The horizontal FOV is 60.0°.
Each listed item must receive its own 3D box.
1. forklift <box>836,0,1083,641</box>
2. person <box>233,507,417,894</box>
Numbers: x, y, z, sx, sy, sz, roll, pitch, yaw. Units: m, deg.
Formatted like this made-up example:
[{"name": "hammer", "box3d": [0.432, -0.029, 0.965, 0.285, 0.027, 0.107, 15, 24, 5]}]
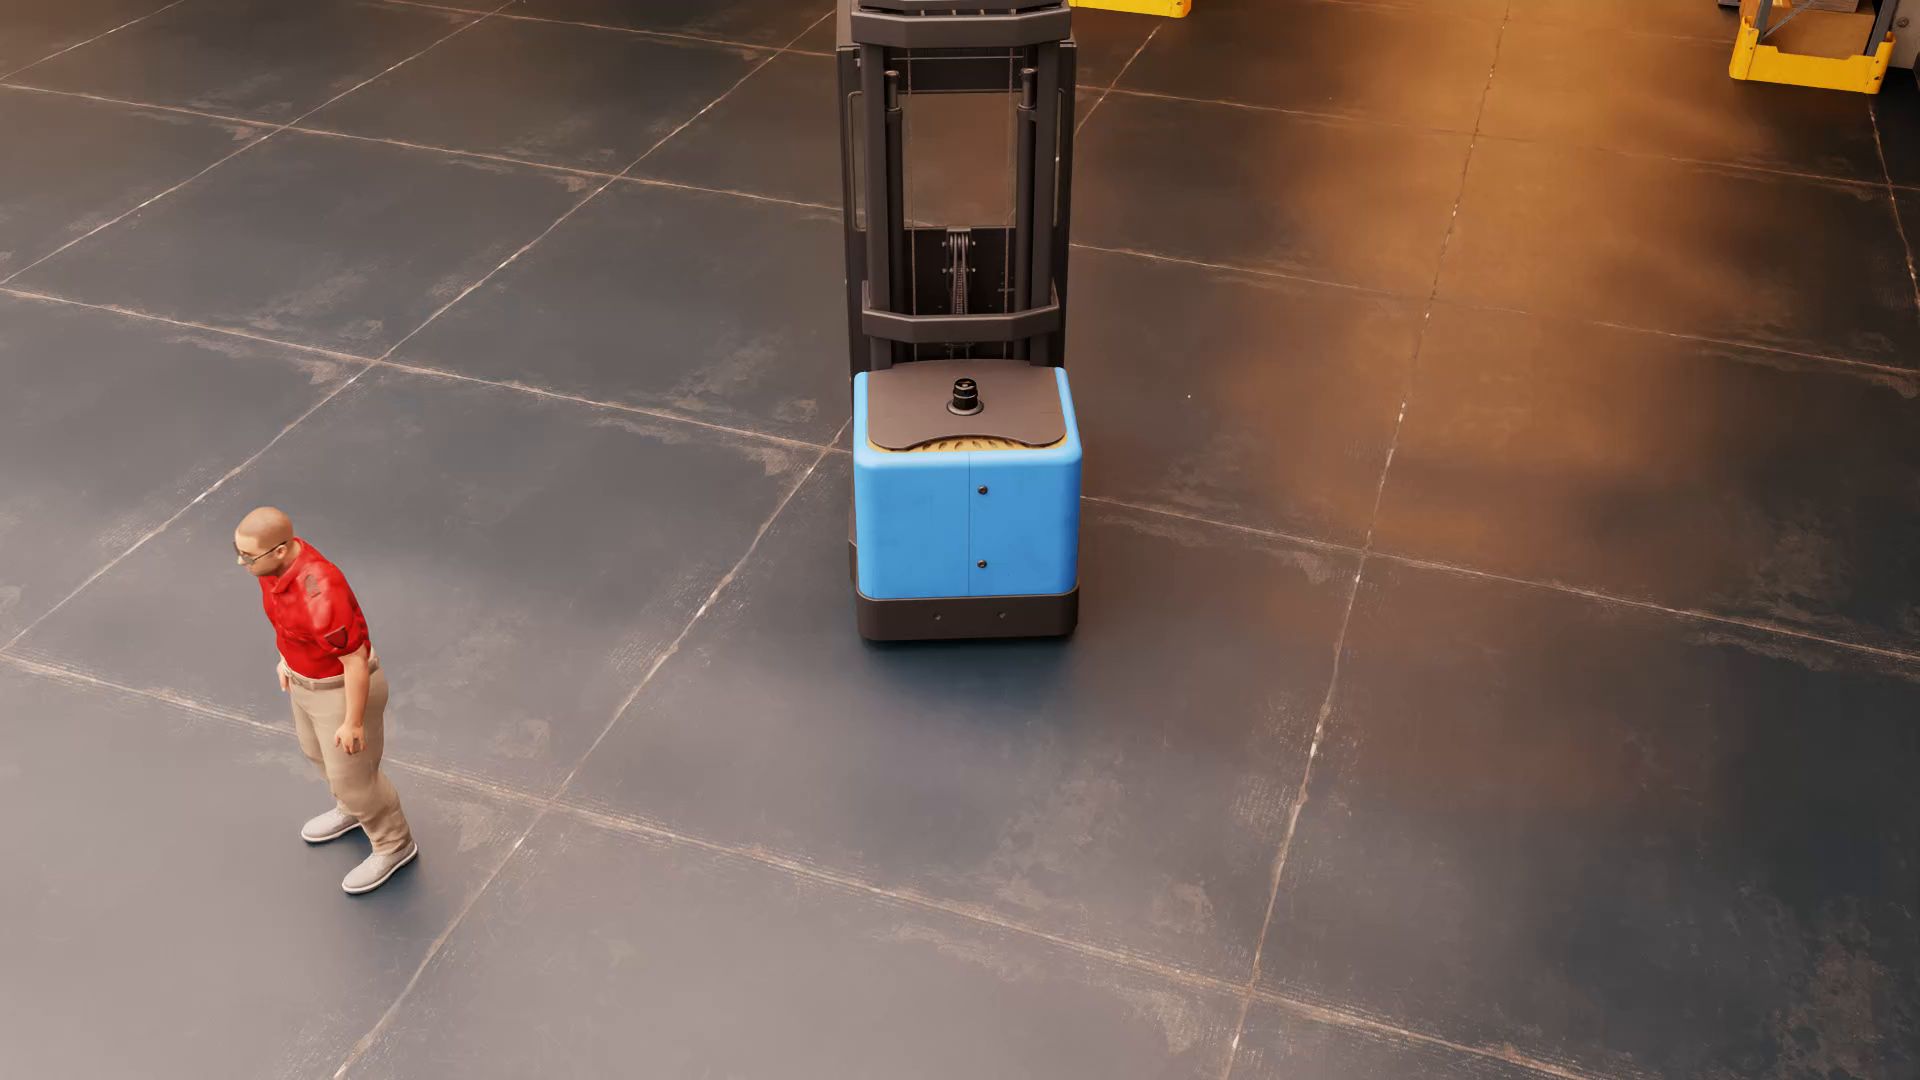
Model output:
[{"name": "forklift", "box3d": [-0.029, -1.547, 8.293, 1.130, 2.935, 3.031, -2, 35, -2]}, {"name": "person", "box3d": [-2.412, 0.572, 6.344, 0.388, 1.727, 0.597, -28, 44, -33]}]
